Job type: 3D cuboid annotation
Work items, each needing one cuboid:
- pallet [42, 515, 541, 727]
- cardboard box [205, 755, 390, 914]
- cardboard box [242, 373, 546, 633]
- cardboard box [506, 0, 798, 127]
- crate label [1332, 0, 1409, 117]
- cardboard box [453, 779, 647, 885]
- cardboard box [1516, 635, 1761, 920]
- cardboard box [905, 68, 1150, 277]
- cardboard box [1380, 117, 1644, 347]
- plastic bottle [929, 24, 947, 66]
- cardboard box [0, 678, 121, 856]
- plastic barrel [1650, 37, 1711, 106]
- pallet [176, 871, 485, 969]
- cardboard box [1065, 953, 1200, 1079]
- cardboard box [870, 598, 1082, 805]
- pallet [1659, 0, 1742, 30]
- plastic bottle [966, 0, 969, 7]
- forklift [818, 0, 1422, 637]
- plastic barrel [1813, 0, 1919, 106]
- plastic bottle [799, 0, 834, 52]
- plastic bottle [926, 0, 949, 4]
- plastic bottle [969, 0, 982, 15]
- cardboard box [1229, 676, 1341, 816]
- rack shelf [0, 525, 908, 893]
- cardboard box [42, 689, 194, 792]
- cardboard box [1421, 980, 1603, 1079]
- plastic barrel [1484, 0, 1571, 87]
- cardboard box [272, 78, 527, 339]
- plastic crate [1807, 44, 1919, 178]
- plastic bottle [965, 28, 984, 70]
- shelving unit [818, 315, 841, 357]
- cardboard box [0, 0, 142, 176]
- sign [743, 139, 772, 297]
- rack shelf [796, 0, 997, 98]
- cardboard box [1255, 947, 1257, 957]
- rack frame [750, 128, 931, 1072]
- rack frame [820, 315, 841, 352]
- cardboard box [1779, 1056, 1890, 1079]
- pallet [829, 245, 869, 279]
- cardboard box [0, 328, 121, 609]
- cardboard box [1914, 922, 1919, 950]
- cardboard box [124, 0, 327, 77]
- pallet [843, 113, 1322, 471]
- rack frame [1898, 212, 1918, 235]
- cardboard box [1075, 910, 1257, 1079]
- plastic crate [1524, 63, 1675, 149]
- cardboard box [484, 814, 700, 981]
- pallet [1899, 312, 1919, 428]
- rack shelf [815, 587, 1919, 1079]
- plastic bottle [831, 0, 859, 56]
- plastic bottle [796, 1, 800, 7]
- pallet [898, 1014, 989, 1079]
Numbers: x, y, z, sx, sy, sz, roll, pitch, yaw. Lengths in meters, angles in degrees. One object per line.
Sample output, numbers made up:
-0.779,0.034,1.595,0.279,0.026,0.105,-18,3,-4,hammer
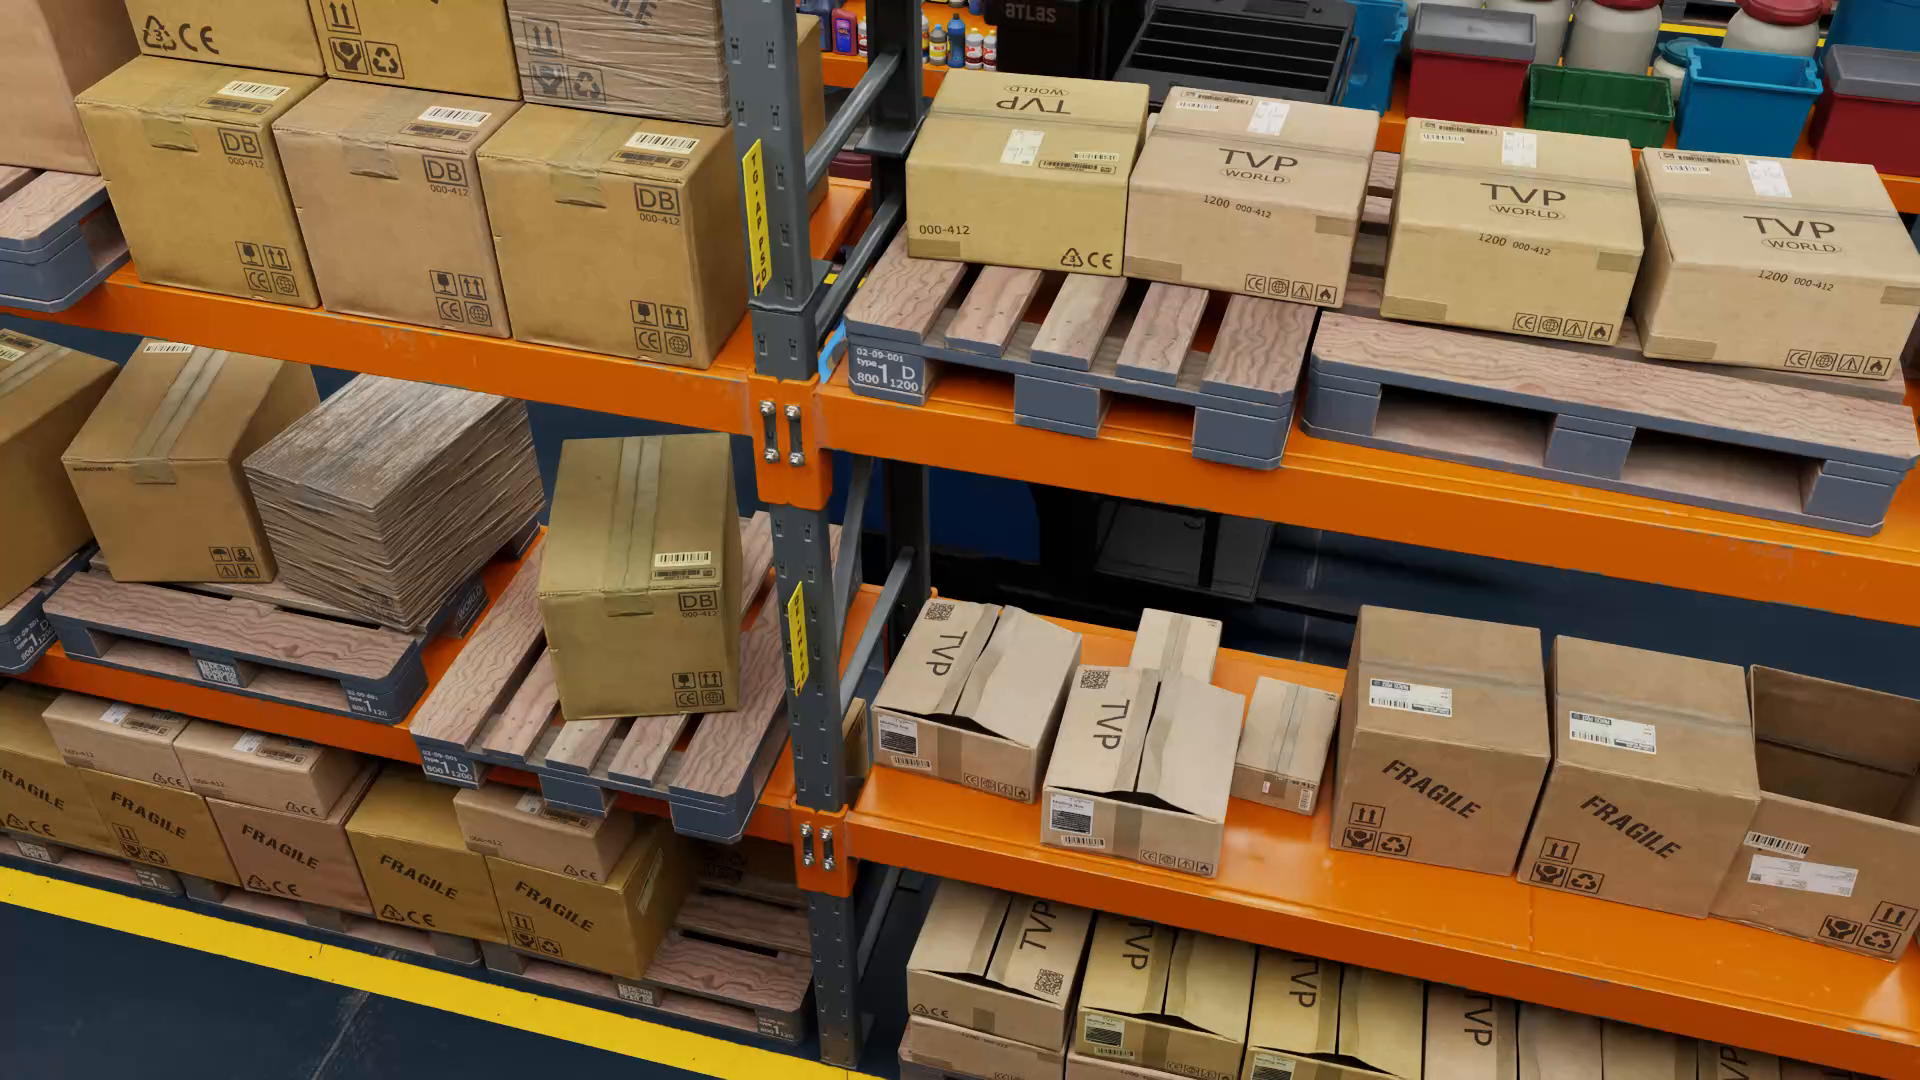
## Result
-2.164,0.084,5.491,1.213,0.211,1.003,10,41,11,pallet
-2.257,0.940,5.924,0.500,0.500,0.500,8,41,10,cardboard box
-1.756,-0.174,5.245,0.500,0.500,0.700,17,43,20,cardboard box
-0.704,-1.315,3.821,0.500,0.500,0.500,10,41,11,cardboard box
1.889,-2.426,8.304,0.616,0.435,0.502,10,41,11,crate label
-1.304,0.816,5.489,0.500,0.250,0.500,11,41,13,cardboard box
1.849,0.649,4.592,0.500,0.500,0.500,10,41,11,cardboard box
0.168,-0.881,3.949,0.500,0.250,0.500,7,41,8,cardboard box
1.229,-0.703,3.737,0.500,0.250,0.500,9,41,11,cardboard box
-0.113,-2.589,8.680,0.097,0.201,0.097,0,40,0,plastic bottle
-3.226,0.768,6.129,0.500,0.500,0.500,10,41,12,cardboard box
3.625,-2.343,8.340,0.301,0.262,0.301,0,40,0,plastic barrel
-2.171,1.047,6.364,1.213,0.211,1.003,10,41,11,pallet
0.631,1.576,5.378,0.500,0.250,0.500,9,41,10,cardboard box
0.056,0.453,4.973,0.500,0.311,0.500,12,42,14,cardboard box
5.392,-4.219,12.634,1.213,0.211,1.003,10,41,11,pallet
0.101,-3.101,9.226,0.133,0.283,0.061,10,41,11,plastic bottle
0.921,-1.012,6.700,3.031,2.935,1.130,11,41,13,forklift
4.569,-2.525,8.059,0.708,0.901,0.600,10,41,11,plastic barrel
-0.748,-2.771,8.781,0.185,0.351,0.144,10,41,11,plastic bottle
-0.122,-3.140,9.271,0.133,0.283,0.061,10,41,11,plastic bottle
0.098,-3.045,9.168,0.097,0.271,0.097,0,40,0,plastic bottle
0.962,0.604,4.918,0.250,0.149,0.380,13,42,15,cardboard box
-2.216,0.274,5.675,4.000,0.370,1.077,10,41,11,rack shelf
-2.778,0.566,5.787,0.500,0.250,0.500,10,41,12,cardboard box
1.644,1.531,4.994,0.500,0.311,0.500,9,41,11,cardboard box
2.869,-2.622,8.459,0.433,0.535,0.433,0,40,0,plastic barrel
-1.207,-0.992,4.214,0.500,0.500,0.910,10,41,11,cardboard box
4.317,-1.996,7.769,0.583,0.464,0.402,10,41,11,plastic crate
0.075,-2.557,8.641,0.097,0.201,0.097,0,40,0,plastic bottle
-0.651,-0.589,7.543,0.189,1.200,0.258,11,41,13,shelving unit
-2.392,-1.371,4.260,0.600,0.600,0.600,8,41,10,cardboard box
-0.427,-0.679,3.516,0.005,0.325,0.100,10,41,11,sign
-0.932,-2.803,9.339,4.000,0.370,1.077,10,41,11,rack shelf
1.271,1.328,5.673,0.500,0.250,0.500,11,41,12,cardboard box
-0.284,0.331,5.048,0.127,3.000,1.000,10,41,11,rack frame
-0.564,-0.572,7.522,0.006,1.200,0.240,11,41,13,rack frame
2.610,1.701,4.792,0.500,0.311,0.500,11,41,13,cardboard box
-0.948,-1.987,9.977,1.213,0.211,1.003,10,41,11,pallet
-3.068,-0.241,5.324,0.500,0.500,0.700,16,43,18,cardboard box
2.683,1.015,4.338,0.258,0.266,0.396,9,41,10,cardboard box
-1.690,-1.485,4.023,0.500,0.500,0.500,10,41,11,cardboard box
0.394,-0.688,4.076,1.003,0.211,1.213,12,41,13,pallet
4.864,-2.081,7.920,0.127,3.000,1.000,10,41,11,rack frame
0.655,1.360,5.198,0.500,0.311,0.500,9,41,10,cardboard box
3.108,-2.114,8.124,0.662,0.188,0.450,10,41,11,plastic crate
-1.249,1.110,5.722,0.500,0.500,0.500,11,41,13,cardboard box
2.724,-0.218,3.518,1.217,0.209,0.805,8,41,10,pallet
1.648,0.939,4.884,4.000,0.370,1.077,10,41,11,rack shelf
-0.606,-2.693,8.740,0.133,0.283,0.061,10,41,11,plastic bottle
-0.897,-2.784,8.848,0.133,0.283,0.061,10,41,11,plastic bottle
0.501,1.560,5.753,1.213,0.211,1.003,10,41,11,pallet
